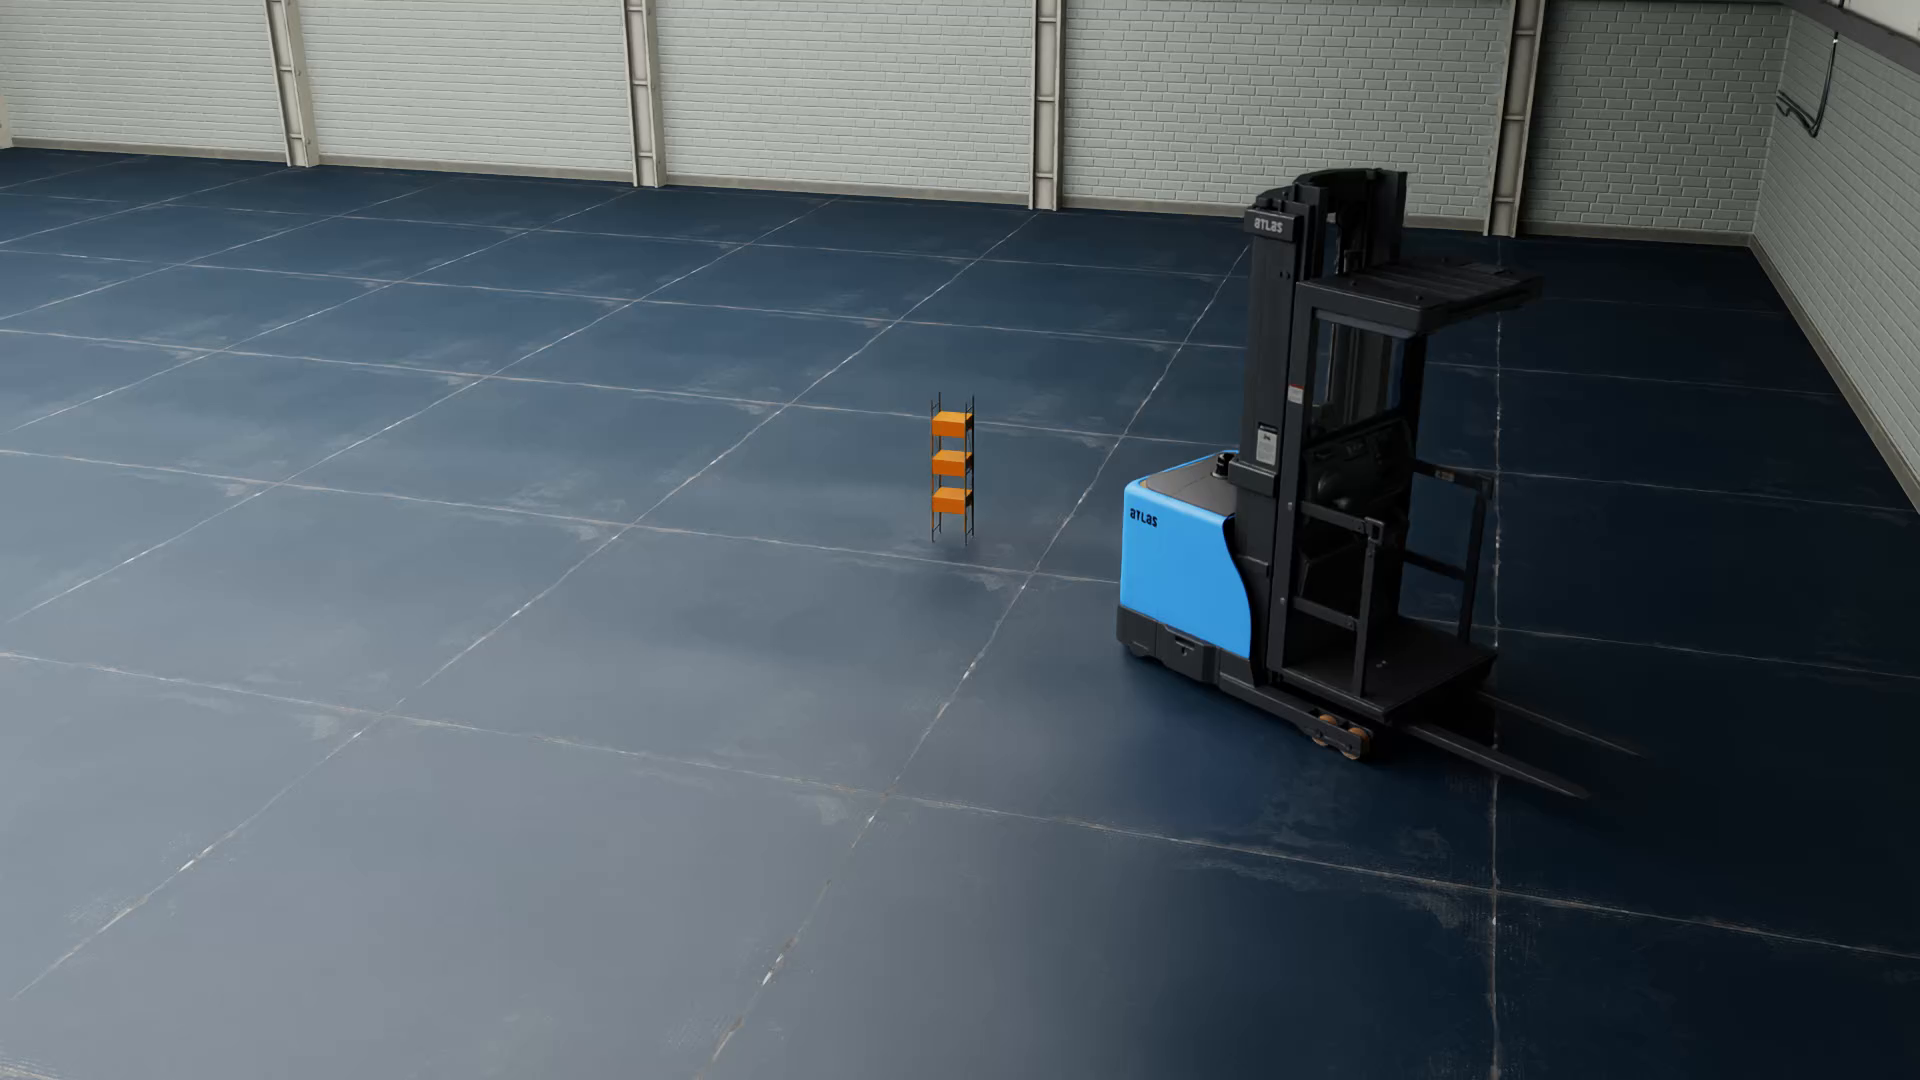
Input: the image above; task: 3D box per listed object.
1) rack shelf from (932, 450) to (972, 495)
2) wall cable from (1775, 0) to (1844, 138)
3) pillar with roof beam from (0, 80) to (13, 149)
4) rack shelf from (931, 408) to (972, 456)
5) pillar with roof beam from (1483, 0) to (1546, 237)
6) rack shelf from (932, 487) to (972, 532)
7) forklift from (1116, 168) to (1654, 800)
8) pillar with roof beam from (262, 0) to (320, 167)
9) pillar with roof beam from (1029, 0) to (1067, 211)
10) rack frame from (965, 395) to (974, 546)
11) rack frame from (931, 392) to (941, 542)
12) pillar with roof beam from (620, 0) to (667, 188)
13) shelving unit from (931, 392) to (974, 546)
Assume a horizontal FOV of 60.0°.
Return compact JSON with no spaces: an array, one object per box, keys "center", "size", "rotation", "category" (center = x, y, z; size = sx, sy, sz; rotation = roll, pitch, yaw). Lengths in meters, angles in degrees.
[{"center":[-0.051,-0.482,11.589],"size":[0.240,0.259,0.215],"rotation":[7,23,15],"category":"rack shelf"},{"center":[9.359,-5.848,18.261],"size":[0.112,2.526,3.097],"rotation":[7,23,16],"category":"wall cable"},{"center":[-17.299,-9.155,22.232],"size":[0.400,9.000,9.100],"rotation":[7,23,16],"category":"pillar with roof beam"},{"center":[-0.051,-0.744,11.481],"size":[0.240,0.259,0.215],"rotation":[7,23,15],"category":"rack shelf"},{"center":[5.677,-6.524,15.818],"size":[0.400,9.000,9.100],"rotation":[7,23,16],"category":"pillar with roof beam"},{"center":[-0.051,-0.225,11.695],"size":[0.240,0.259,0.215],"rotation":[7,23,15],"category":"rack shelf"},{"center":[2.302,-0.399,8.882],"size":[1.130,2.935,3.031],"rotation":[-19,29,-38],"category":"forklift"},{"center":[-11.555,-8.497,20.628],"size":[0.400,9.000,9.100],"rotation":[7,23,16],"category":"pillar with roof beam"},{"center":[-0.067,-7.182,17.421],"size":[0.400,9.000,9.100],"rotation":[7,23,16],"category":"pillar with roof beam"},{"center":[0.066,-0.478,11.552],"size":[0.008,1.050,0.200],"rotation":[7,23,15],"category":"rack frame"},{"center":[-0.168,-0.505,11.618],"size":[0.008,1.050,0.200],"rotation":[7,23,15],"category":"rack frame"},{"center":[-5.811,-7.840,19.025],"size":[0.400,9.000,9.100],"rotation":[7,23,16],"category":"pillar with roof beam"},{"center":[-0.051,-0.492,11.585],"size":[0.252,1.050,0.215],"rotation":[7,23,15],"category":"shelving unit"}]
